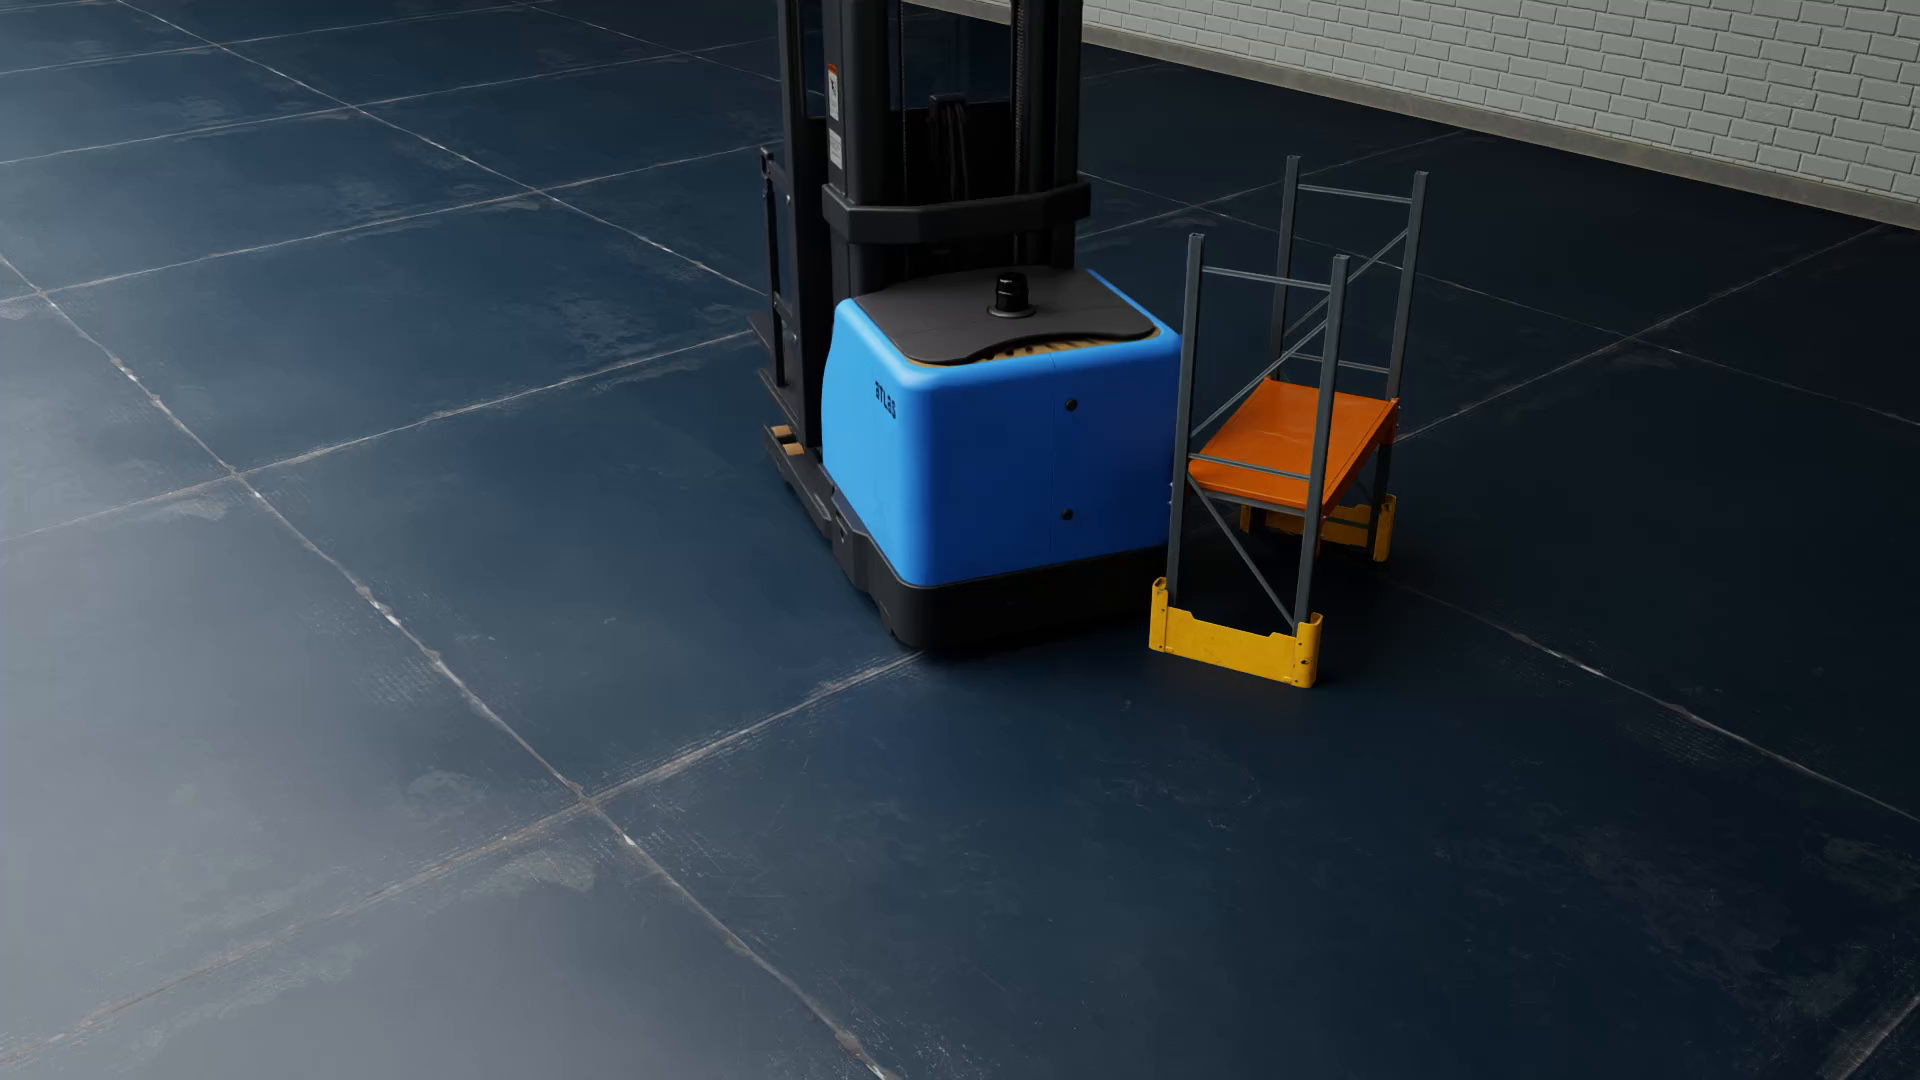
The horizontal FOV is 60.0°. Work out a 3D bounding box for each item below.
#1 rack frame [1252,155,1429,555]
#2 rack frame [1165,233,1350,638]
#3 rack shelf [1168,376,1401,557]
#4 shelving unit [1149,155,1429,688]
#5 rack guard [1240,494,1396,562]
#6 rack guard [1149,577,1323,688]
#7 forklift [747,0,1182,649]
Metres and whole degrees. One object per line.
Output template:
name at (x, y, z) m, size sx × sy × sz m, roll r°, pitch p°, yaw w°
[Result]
rack frame at (1.400, -0.662, 6.218) m, size 0.500 × 1.500 × 0.032 m, roll 13°, pitch 31°, yaw 24°
rack frame at (0.939, -0.235, 5.419) m, size 0.500 × 1.500 × 0.032 m, roll 13°, pitch 31°, yaw 24°
rack shelf at (1.170, -0.290, 5.903) m, size 0.538 × 0.185 × 1.000 m, roll 13°, pitch 31°, yaw 24°
shelving unit at (1.166, -0.445, 5.811) m, size 0.587 × 1.500 × 1.083 m, roll 13°, pitch 31°, yaw 24°
rack guard at (1.392, -0.103, 6.497) m, size 0.587 × 0.250 × 0.087 m, roll 13°, pitch 31°, yaw 24°
rack guard at (0.940, 0.315, 5.714) m, size 0.587 × 0.250 × 0.087 m, roll 13°, pitch 31°, yaw 24°
forklift at (-0.208, -1.596, 6.446) m, size 1.130 × 2.935 × 3.031 m, roll -10°, pitch 30°, yaw -18°
